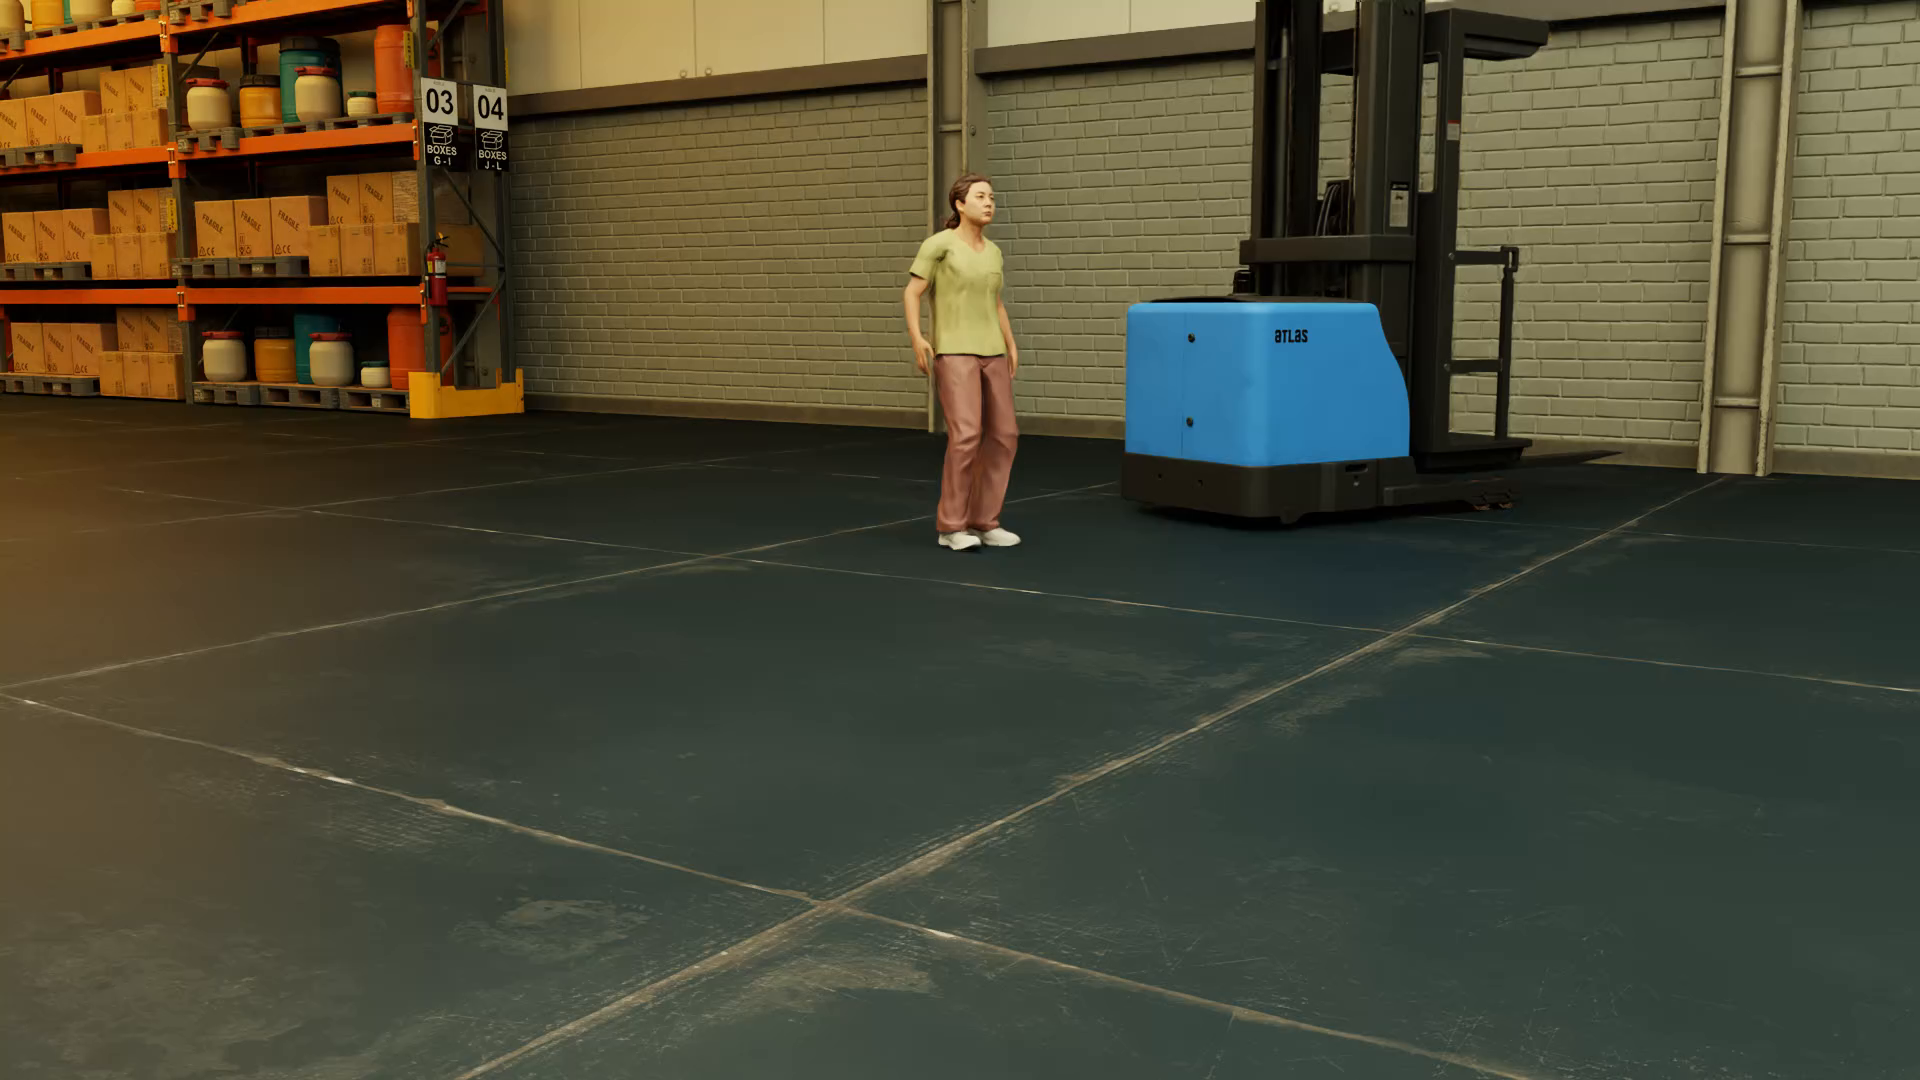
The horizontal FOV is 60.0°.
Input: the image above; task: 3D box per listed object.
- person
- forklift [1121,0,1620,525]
[{"bbox_3d":[0.066,-0.794,7.392,0.612,1.657,0.501,-6,10,-36],"label":"person"},{"bbox_3d":[2.351,-1.658,8.850,3.031,2.935,1.130,-5,10,-33],"label":"forklift"}]
